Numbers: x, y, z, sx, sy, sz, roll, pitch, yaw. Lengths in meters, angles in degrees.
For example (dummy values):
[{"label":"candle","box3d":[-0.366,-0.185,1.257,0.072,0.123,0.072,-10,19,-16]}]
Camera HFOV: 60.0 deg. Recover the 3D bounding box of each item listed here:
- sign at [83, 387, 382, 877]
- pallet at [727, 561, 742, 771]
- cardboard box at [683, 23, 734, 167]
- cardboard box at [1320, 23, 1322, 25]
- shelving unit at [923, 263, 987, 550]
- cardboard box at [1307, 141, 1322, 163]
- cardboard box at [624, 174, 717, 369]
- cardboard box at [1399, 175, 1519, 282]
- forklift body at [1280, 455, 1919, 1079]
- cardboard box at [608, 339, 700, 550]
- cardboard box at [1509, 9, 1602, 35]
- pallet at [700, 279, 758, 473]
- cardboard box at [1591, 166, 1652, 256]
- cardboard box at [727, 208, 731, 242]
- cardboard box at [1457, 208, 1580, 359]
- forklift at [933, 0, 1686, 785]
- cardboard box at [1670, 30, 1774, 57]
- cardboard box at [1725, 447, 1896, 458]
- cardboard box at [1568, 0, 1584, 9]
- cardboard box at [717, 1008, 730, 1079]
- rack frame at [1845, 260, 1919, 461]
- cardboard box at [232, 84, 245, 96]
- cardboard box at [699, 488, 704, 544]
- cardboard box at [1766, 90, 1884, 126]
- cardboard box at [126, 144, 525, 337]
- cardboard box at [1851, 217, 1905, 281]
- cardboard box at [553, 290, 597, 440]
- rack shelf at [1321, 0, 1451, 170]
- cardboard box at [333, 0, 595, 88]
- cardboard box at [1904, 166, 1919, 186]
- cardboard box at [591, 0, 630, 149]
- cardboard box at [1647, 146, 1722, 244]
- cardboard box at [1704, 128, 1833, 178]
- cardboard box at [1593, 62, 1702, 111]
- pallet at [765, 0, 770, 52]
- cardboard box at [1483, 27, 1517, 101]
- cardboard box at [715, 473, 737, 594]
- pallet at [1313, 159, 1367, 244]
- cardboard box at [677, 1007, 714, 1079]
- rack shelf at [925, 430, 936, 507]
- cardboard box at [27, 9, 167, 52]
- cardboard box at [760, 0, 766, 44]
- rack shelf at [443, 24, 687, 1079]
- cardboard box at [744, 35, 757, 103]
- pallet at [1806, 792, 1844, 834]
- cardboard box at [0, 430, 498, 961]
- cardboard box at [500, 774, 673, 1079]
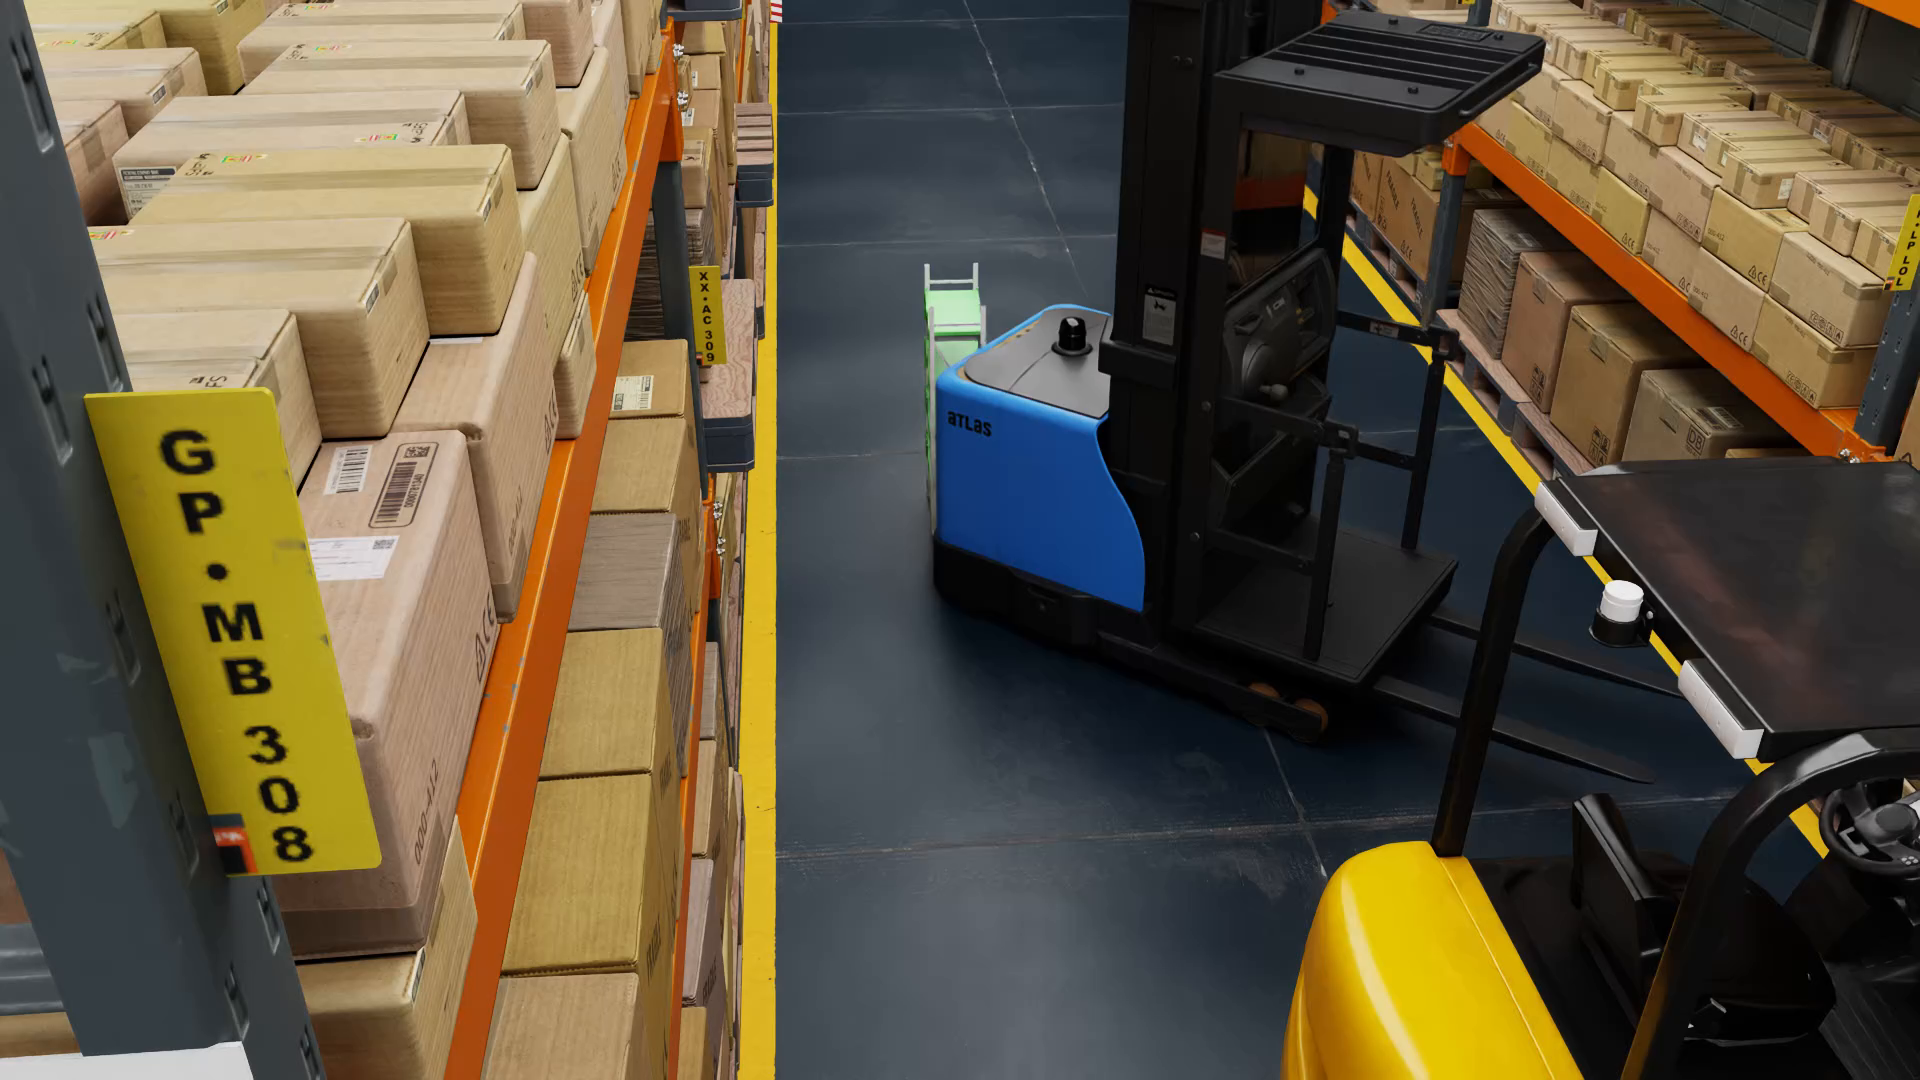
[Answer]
[{"label":"sign","box3d":[-0.407,0.064,0.941,0.100,0.325,0.005,-3,31,-5]},{"label":"pallet","box3d":[-1.395,0.510,6.690,1.003,0.211,1.213,-3,31,-5]},{"label":"cardboard box","box3d":[-1.268,-1.943,7.280,0.500,0.500,0.500,-5,31,-8]},{"label":"cardboard box","box3d":[2.714,-3.801,12.293,0.380,0.149,0.250,-4,31,-7]},{"label":"shelving unit","box3d":[-0.025,-0.602,7.588,0.258,1.200,0.503,-2,31,-3]},{"label":"cardboard box","box3d":[2.796,-2.937,11.769,0.500,0.500,0.500,-4,31,-6]},{"label":"cardboard box","box3d":[-1.079,-0.893,5.524,0.500,0.500,0.500,-2,31,-3]},{"label":"cardboard box","box3d":[2.993,-1.884,10.007,0.500,0.500,0.500,-2,31,-3]},{"label":"forklift body","box3d":[2.001,0.997,3.984,2.313,2.155,1.214,-3,31,-5]},{"label":"cardboard box","box3d":[-1.032,-0.245,4.848,0.500,0.500,0.500,-4,31,-6]},{"label":"cardboard box","box3d":[3.010,-2.580,8.414,0.380,0.149,0.250,-2,31,-4]},{"label":"pallet","box3d":[-1.248,-0.604,6.024,1.003,0.211,1.213,-3,31,-5]},{"label":"cardboard box","box3d":[3.189,-1.484,7.456,0.500,0.250,0.500,-2,31,-3]},{"label":"cardboard box","box3d":[-1.152,-1.326,6.880,0.380,0.149,0.250,-2,31,-3]},{"label":"cardboard box","box3d":[3.292,-1.413,9.097,0.875,0.625,0.625,-2,31,-3]},{"label":"forklift","box3d":[1.388,-0.785,6.206,3.031,2.935,1.130,19,36,29]},{"label":"cardboard box","box3d":[3.670,-2.351,8.031,0.380,0.149,0.250,-3,31,-6]},{"label":"cardboard box","box3d":[3.561,0.044,6.657,0.875,0.625,0.625,-1,31,-2]},{"label":"cardboard box","box3d":[3.354,-3.065,9.449,0.500,0.500,0.500,-1,31,-2]},{"label":"cardboard box","box3d":[-0.896,1.531,4.534,0.500,0.250,0.500,-2,31,-4]},{"label":"rack frame","box3d":[3.621,-0.529,5.711,1.000,3.000,0.127,-3,31,-5]},{"label":"cardboard box","box3d":[-1.412,-0.626,2.804,0.500,0.250,0.500,-2,31,-4]},{"label":"cardboard box","box3d":[-0.987,-0.032,5.124,0.380,0.149,0.250,-3,31,-5]},{"label":"cardboard box","box3d":[3.705,-1.821,7.143,0.380,0.149,0.250,-2,31,-4]},{"label":"cardboard box","box3d":[-0.728,-0.351,1.955,0.380,0.149,0.250,-3,31,-5]},{"label":"cardboard box","box3d":[3.368,-1.014,5.793,0.380,0.149,0.250,-2,31,-3]},{"label":"cardboard box","box3d":[-0.780,-0.272,2.599,0.380,0.149,0.250,-2,31,-4]},{"label":"rack shelf","box3d":[3.060,-3.284,11.024,1.077,0.370,4.000,-3,31,-5]},{"label":"cardboard box","box3d":[-0.834,-0.873,2.829,0.380,0.149,0.250,-2,31,-4]},{"label":"cardboard box","box3d":[3.806,-1.307,6.284,0.380,0.149,0.250,-3,31,-5]},{"label":"cardboard box","box3d":[-0.930,-0.909,3.278,0.500,0.250,0.500,-3,31,-5]},{"label":"cardboard box","box3d":[3.223,-1.441,6.897,0.500,0.250,0.500,-2,31,-4]},{"label":"cardboard box","box3d":[3.236,-1.537,6.669,0.380,0.149,0.250,-3,31,-6]},{"label":"cardboard box","box3d":[3.114,-2.058,7.539,0.380,0.149,0.250,-2,31,-4]},{"label":"pallet","box3d":[-2.290,-4.814,15.604,1.003,0.211,1.213,-3,31,-5]},{"label":"cardboard box","box3d":[3.020,-2.482,8.639,0.500,0.250,0.500,-3,31,-5]},{"label":"cardboard box","box3d":[-1.443,0.024,6.938,0.950,0.372,0.625,-1,31,-1]},{"label":"pallet","box3d":[3.104,-2.379,11.527,1.003,0.211,1.213,-3,31,-5]},{"label":"cardboard box","box3d":[-0.842,1.471,3.904,0.500,0.500,0.500,-2,31,-4]},{"label":"rack shelf","box3d":[-0.025,-0.341,7.744,0.258,0.148,0.480,-2,31,-3]},{"label":"cardboard box","box3d":[-1.450,-0.709,2.555,0.380,0.149,0.250,-2,31,-3]},{"label":"cardboard box","box3d":[-2.187,-4.697,14.778,0.875,0.438,0.875,-2,31,-3]},{"label":"rack shelf","box3d":[-1.134,-0.247,3.015,1.077,0.370,4.000,-3,31,-5]},{"label":"cardboard box","box3d":[-1.839,-2.868,11.290,0.875,0.875,0.875,-2,31,-3]},{"label":"pallet","box3d":[3.653,1.076,5.743,1.003,0.211,1.213,-3,31,-5]},{"label":"cardboard box","box3d":[-0.729,0.132,1.535,0.500,0.250,0.500,-3,31,-5]},{"label":"cardboard box","box3d":[-0.816,0.803,3.094,0.500,0.500,0.500,-3,31,-6]}]
